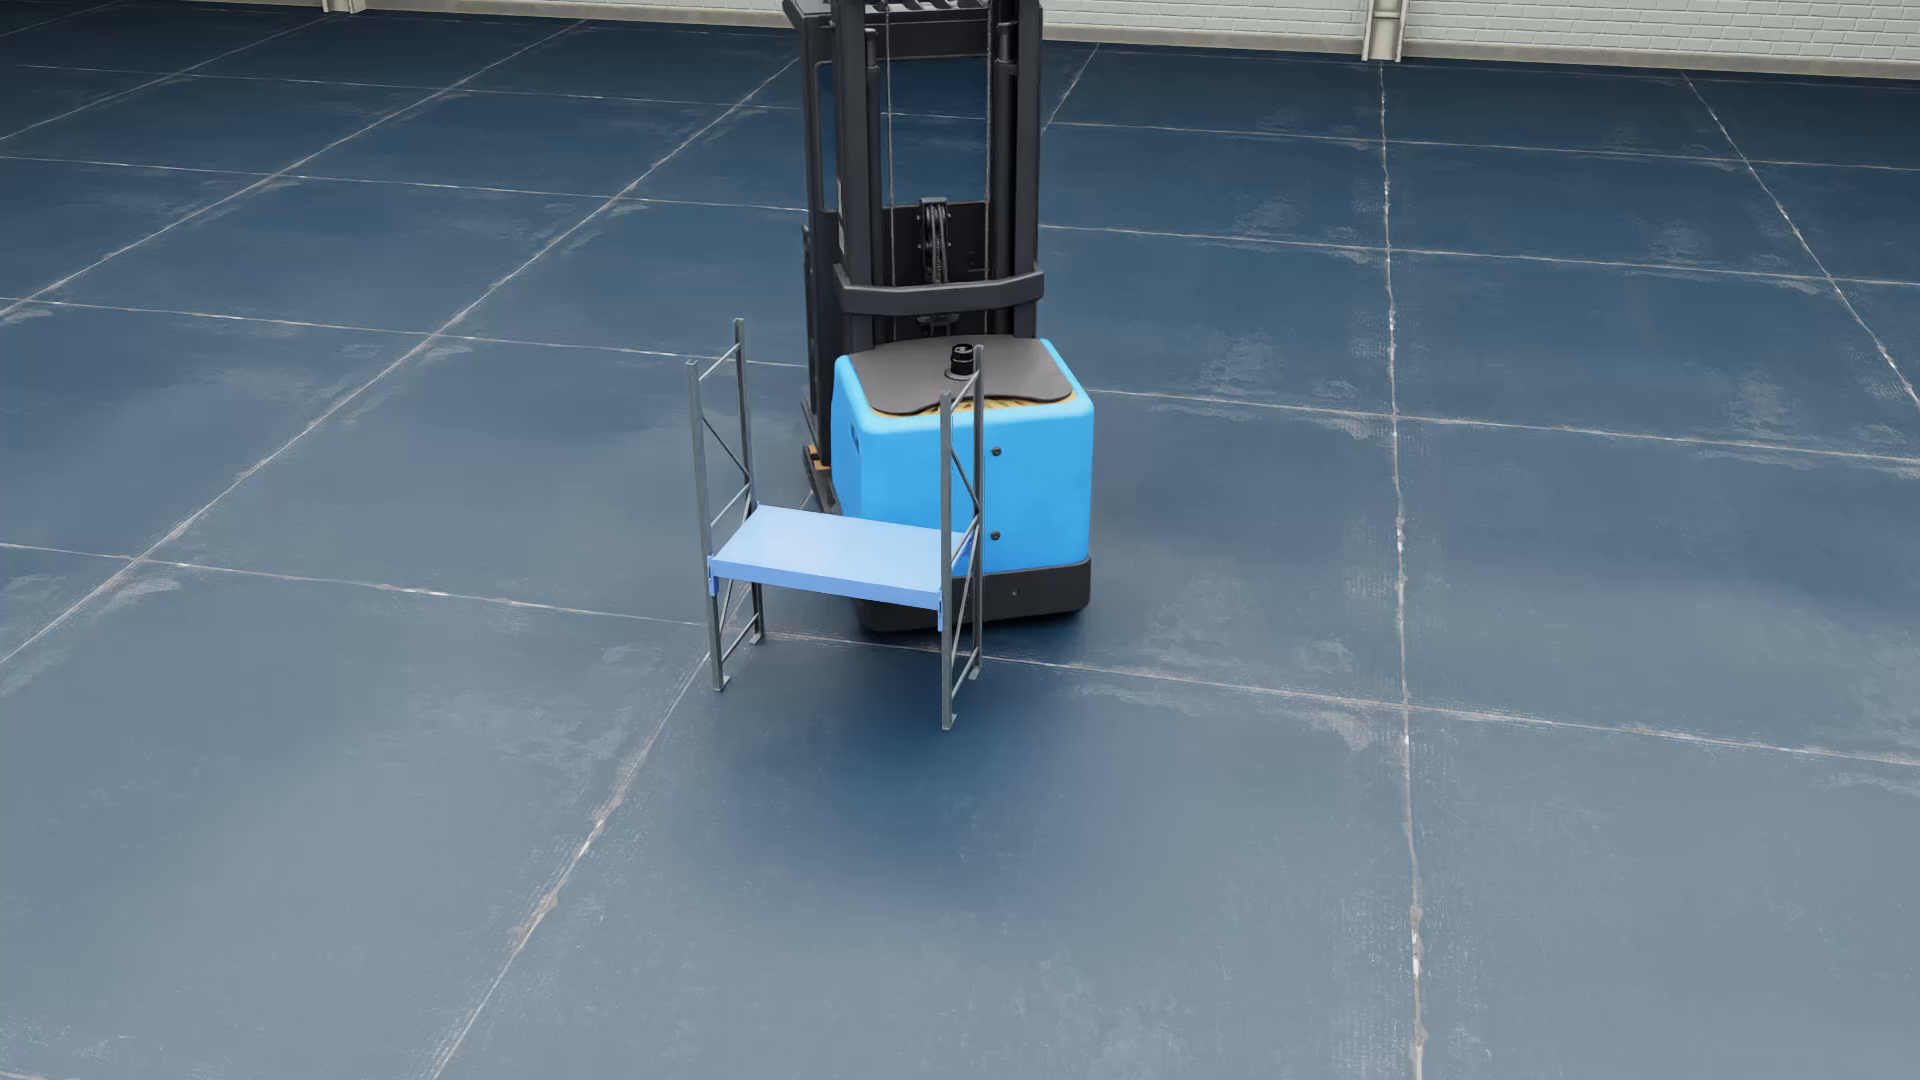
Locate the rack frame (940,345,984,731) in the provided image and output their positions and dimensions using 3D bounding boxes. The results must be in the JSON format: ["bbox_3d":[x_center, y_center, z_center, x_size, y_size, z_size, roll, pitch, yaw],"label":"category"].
[{"bbox_3d":[0.011,0.008,6.673,0.032,1.500,0.500,8,30,14],"label":"rack frame"}]

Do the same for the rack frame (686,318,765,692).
[{"bbox_3d":[-0.965,-0.129,6.924,0.032,1.500,0.500,8,30,14],"label":"rack frame"}]

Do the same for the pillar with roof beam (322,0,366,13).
[{"bbox_3d":[-8.193,-8.217,13.888,0.400,9.000,9.100,6,29,11],"label":"pillar with roof beam"}]

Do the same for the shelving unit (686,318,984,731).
[{"bbox_3d":[-0.477,-0.060,6.799,1.048,1.500,0.538,8,30,14],"label":"shelving unit"}]

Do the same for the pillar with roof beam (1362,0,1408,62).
[{"bbox_3d":[3.543,-7.014,11.690,0.400,9.000,9.100,6,29,11],"label":"pillar with roof beam"}]

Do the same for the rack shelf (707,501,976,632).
[{"bbox_3d":[-0.477,0.097,6.885,1.000,0.185,0.538,8,30,14],"label":"rack shelf"}]

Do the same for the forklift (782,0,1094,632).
[{"bbox_3d":[-0.223,-1.568,8.062,1.130,2.935,3.031,-6,29,-11],"label":"forklift"}]
